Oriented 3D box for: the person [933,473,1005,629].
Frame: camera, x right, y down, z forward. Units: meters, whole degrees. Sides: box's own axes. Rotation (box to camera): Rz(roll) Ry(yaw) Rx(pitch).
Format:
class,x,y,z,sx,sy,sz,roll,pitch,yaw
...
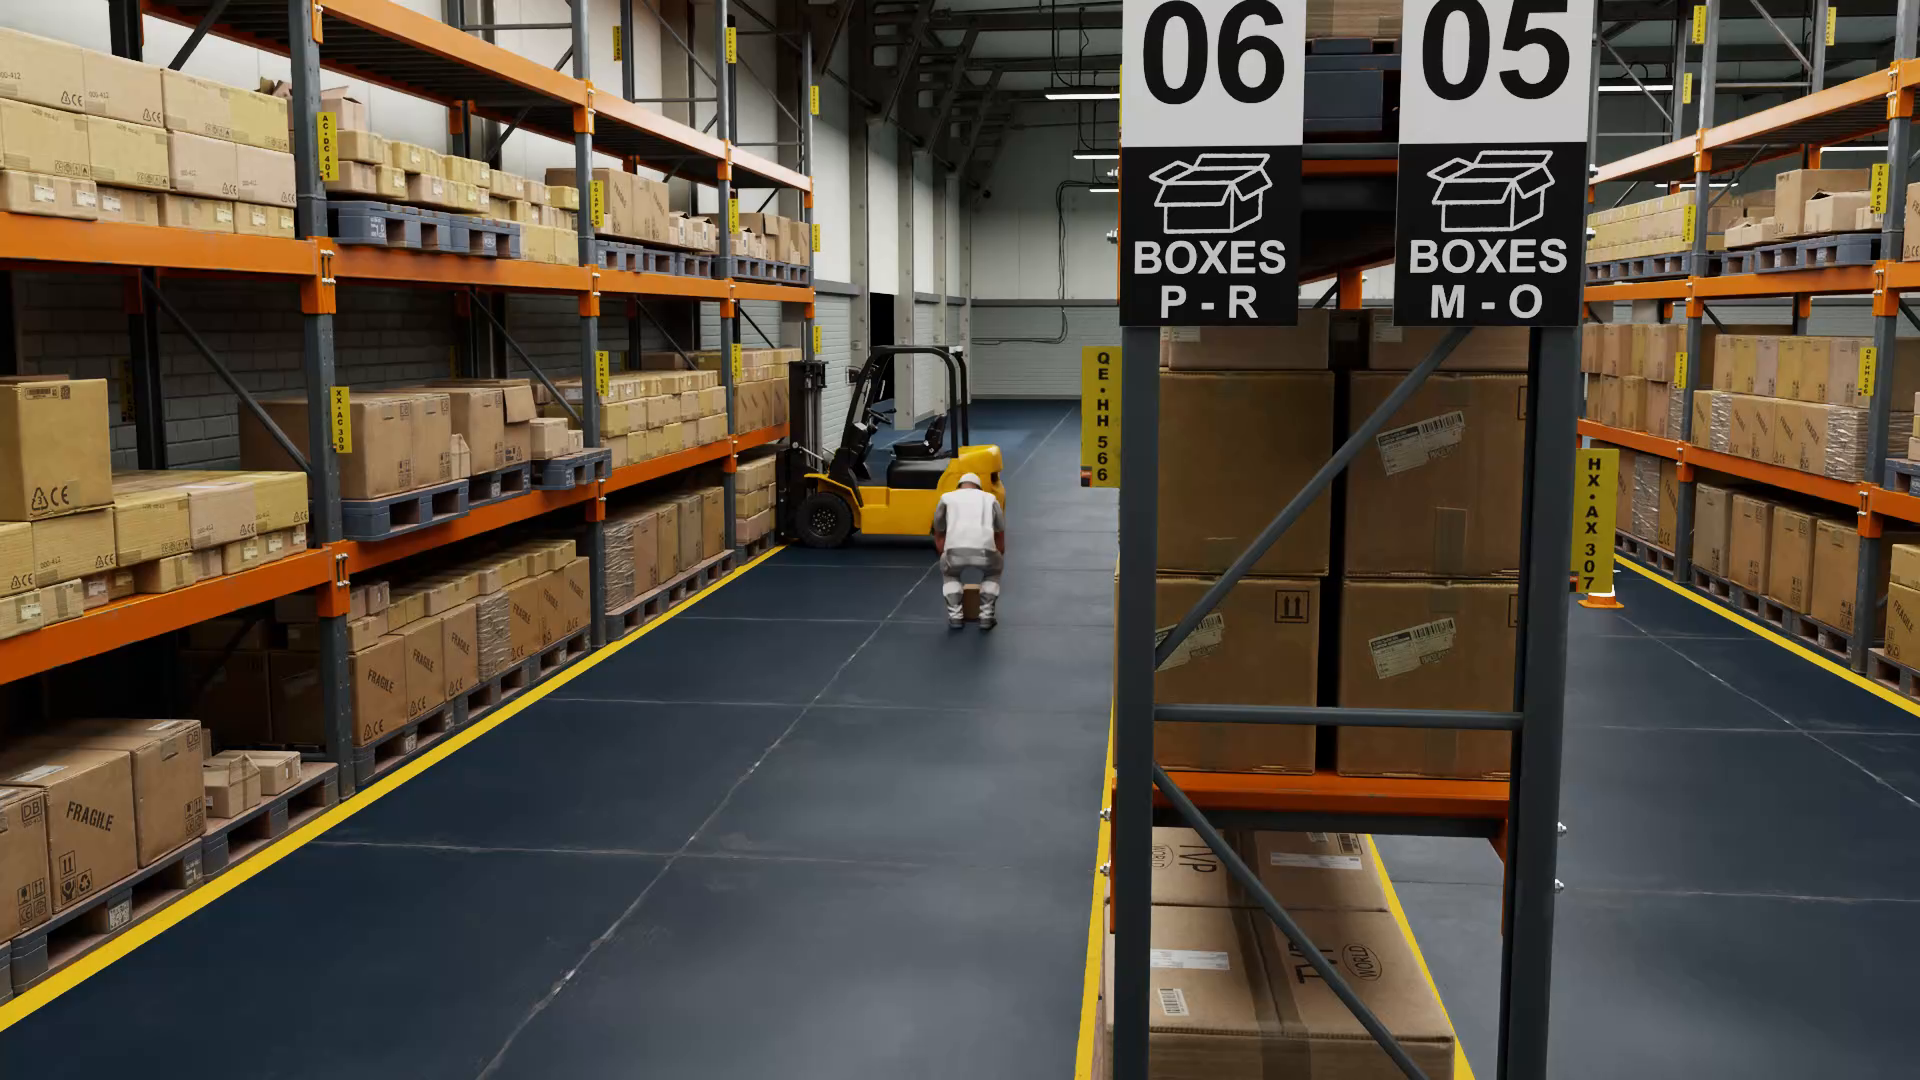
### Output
class,x,y,z,sx,sy,sz,roll,pitch,yaw
person,0.061,0.085,13.313,0.581,1.201,0.845,1,8,6
